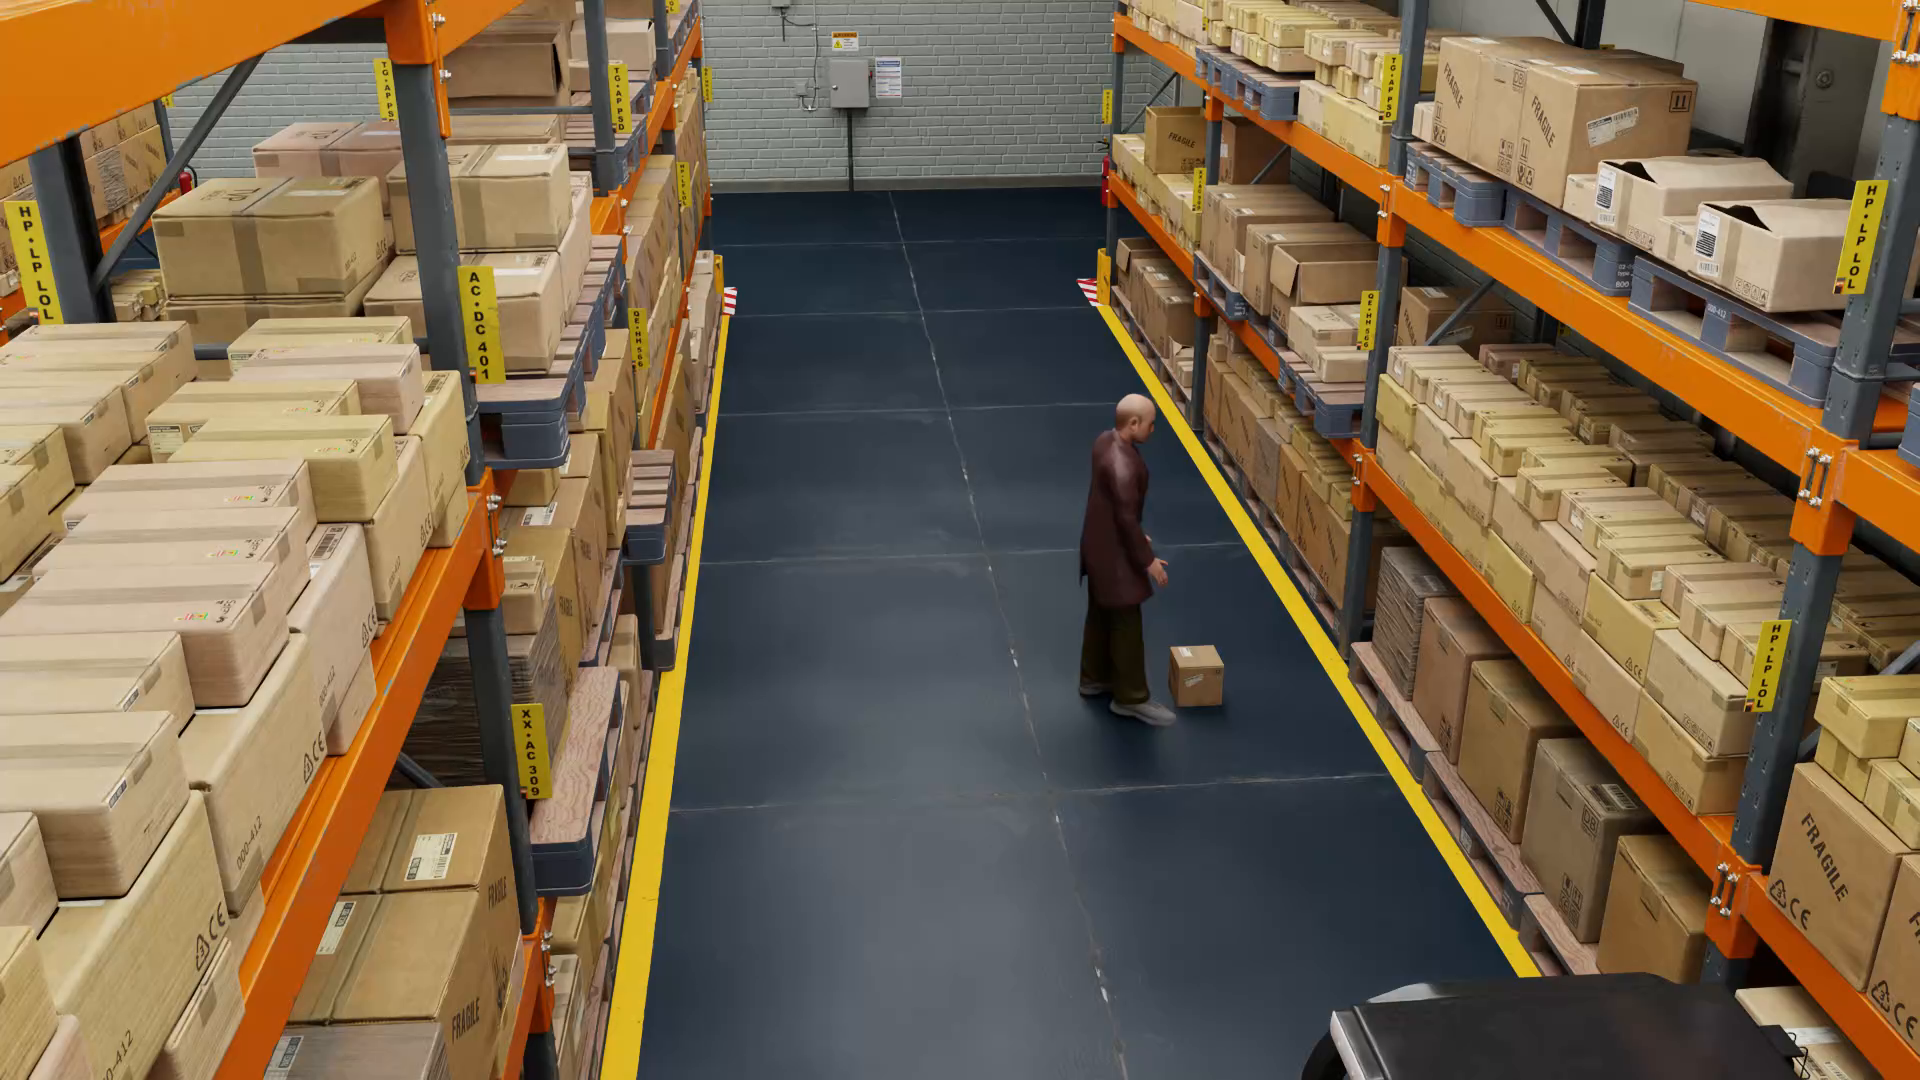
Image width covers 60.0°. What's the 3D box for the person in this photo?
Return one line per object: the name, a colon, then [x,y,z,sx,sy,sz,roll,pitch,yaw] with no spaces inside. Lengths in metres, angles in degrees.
person: [0.906,0.079,8.926,0.507,1.799,0.587,-2,23,-5]
